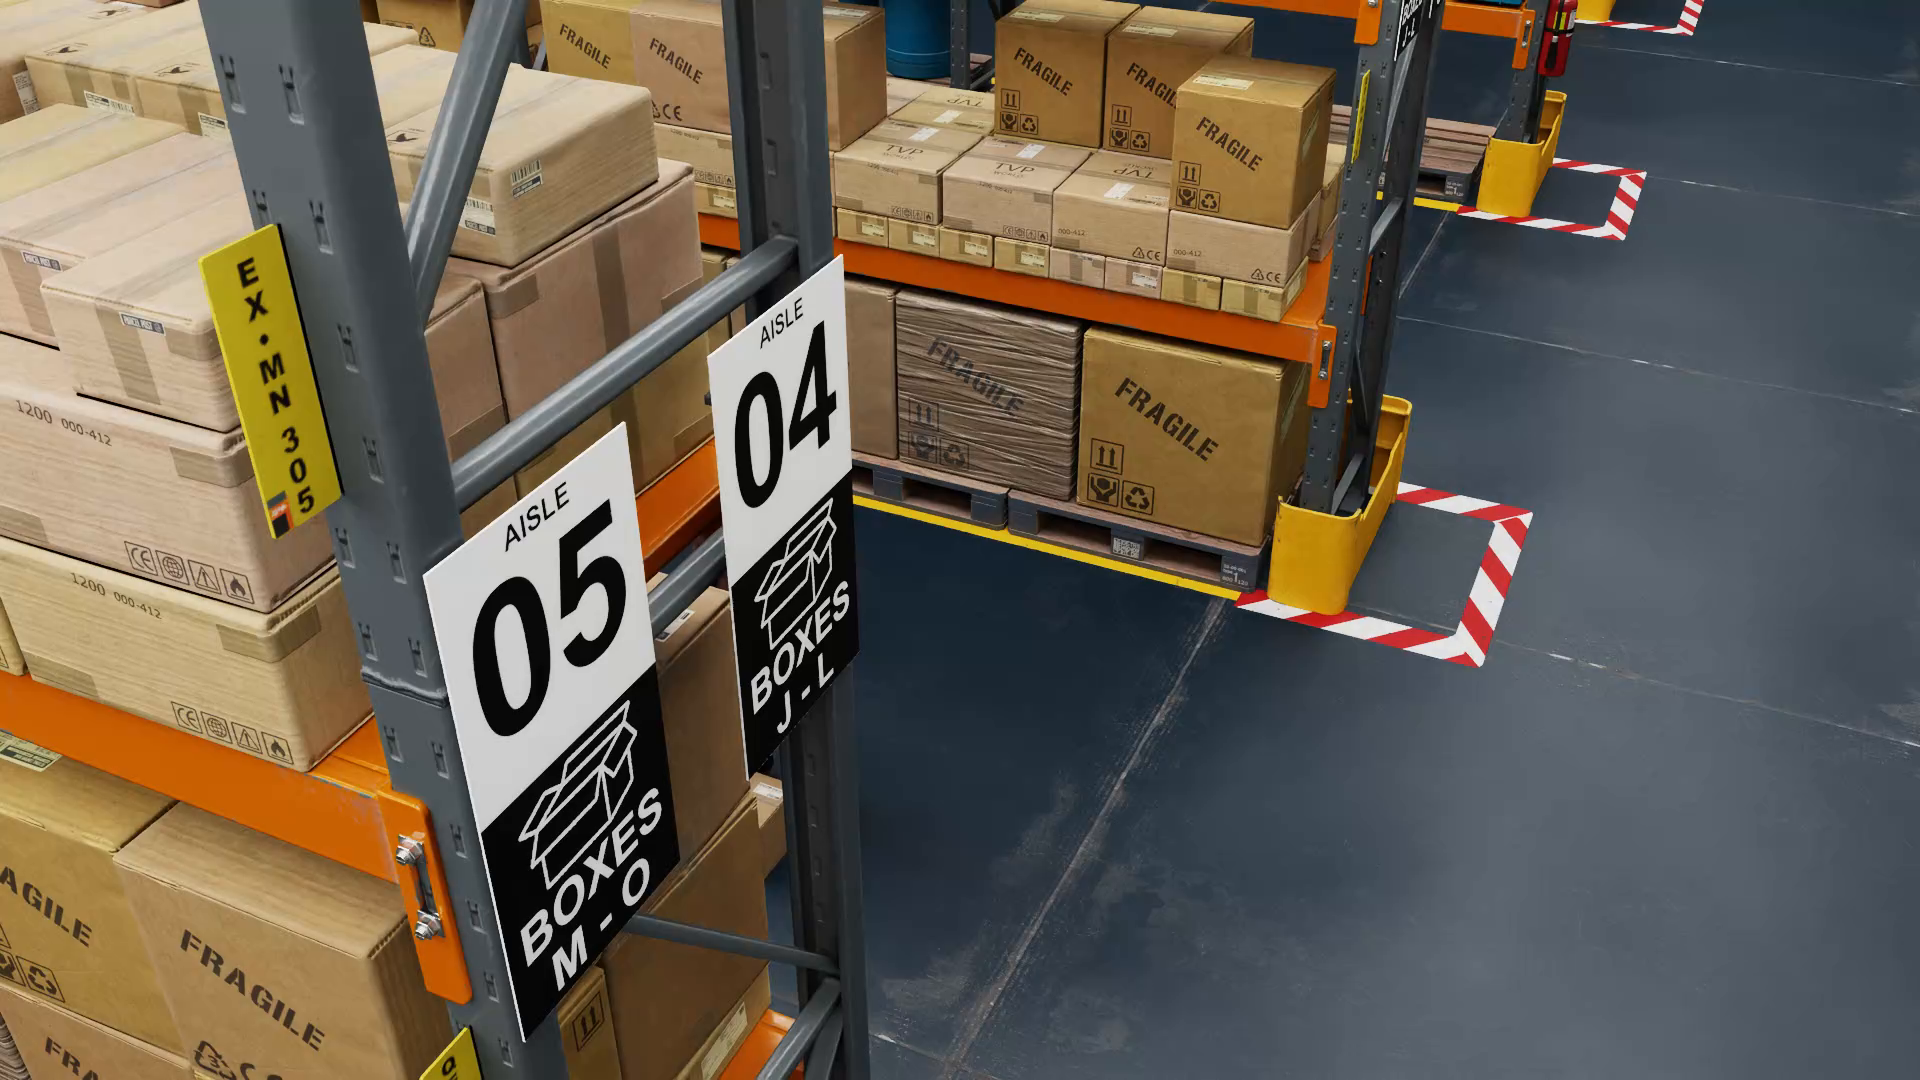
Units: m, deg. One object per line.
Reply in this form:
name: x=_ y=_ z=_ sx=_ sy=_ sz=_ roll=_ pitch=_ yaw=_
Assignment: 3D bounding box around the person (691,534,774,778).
person: x=-0.661 y=0.254 z=5.765 sx=0.643 sy=1.774 sz=0.423 roll=14 pitch=36 yaw=21
